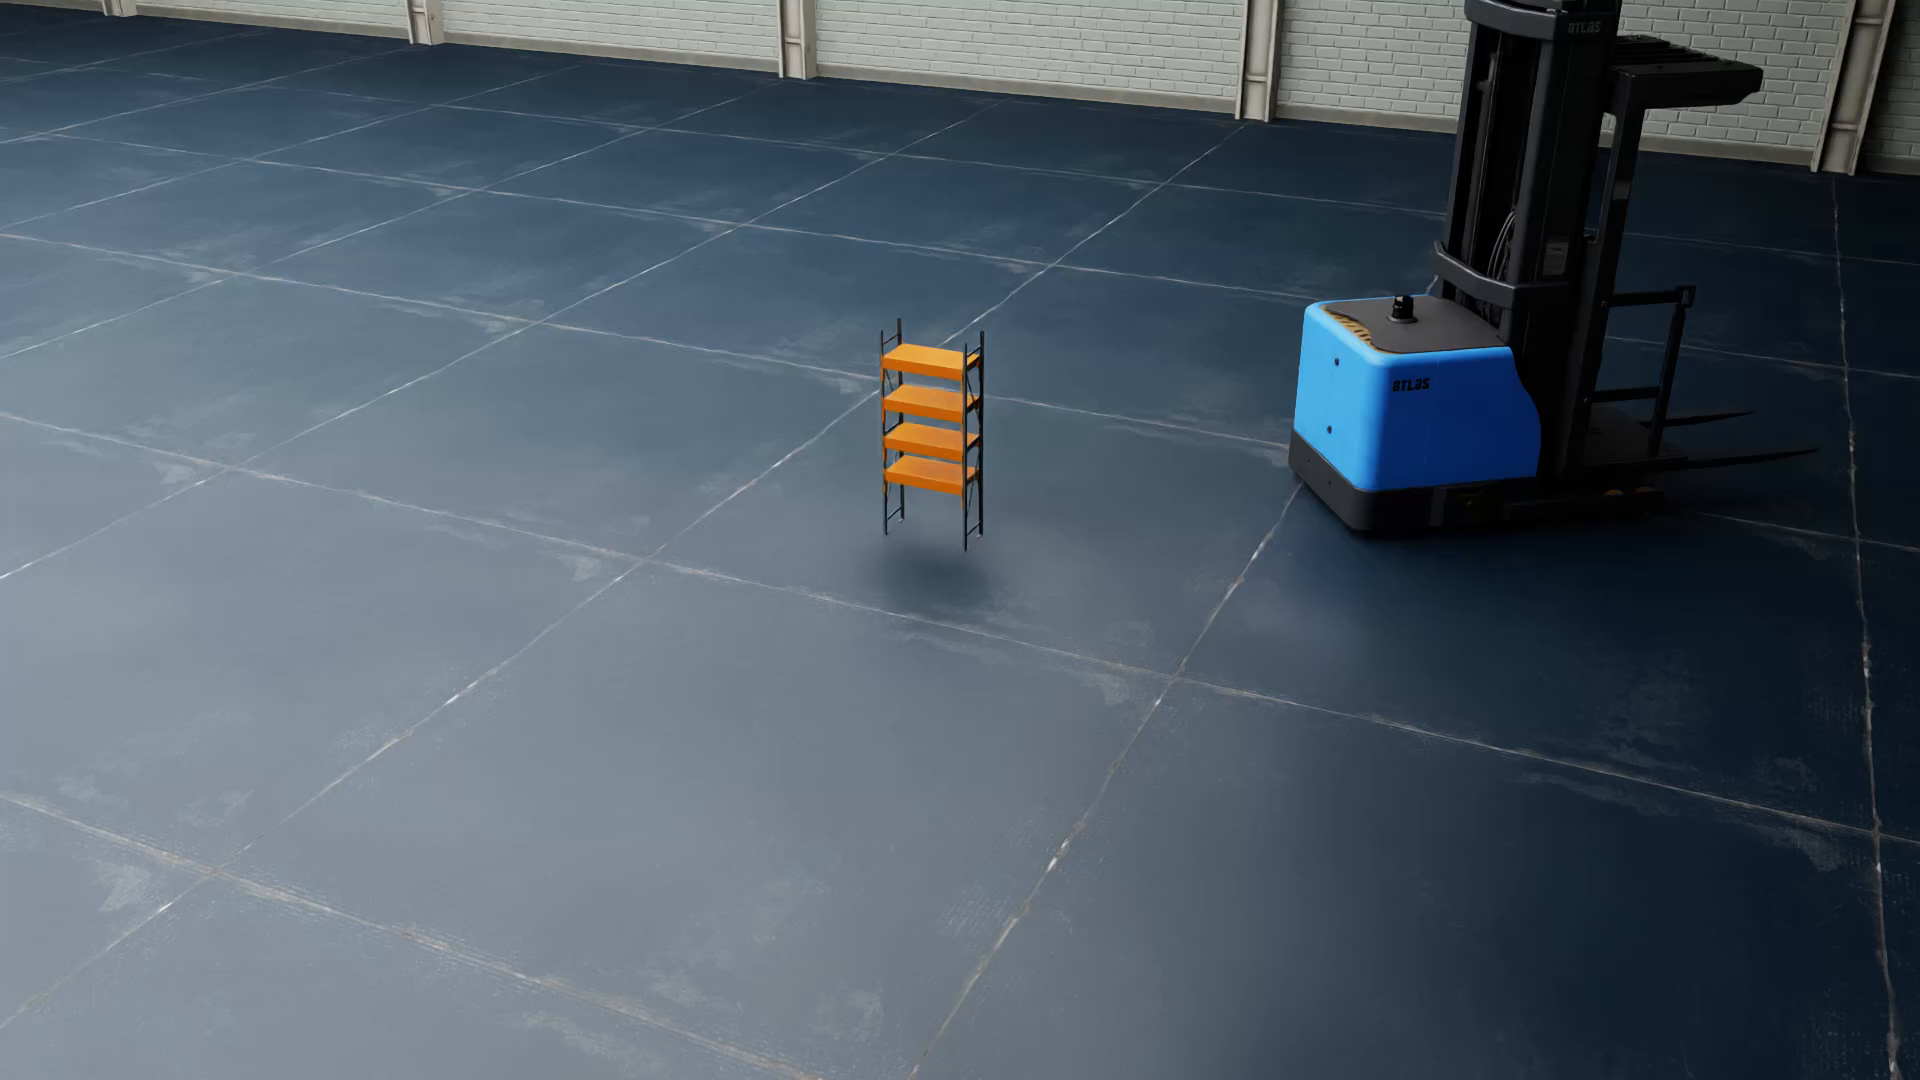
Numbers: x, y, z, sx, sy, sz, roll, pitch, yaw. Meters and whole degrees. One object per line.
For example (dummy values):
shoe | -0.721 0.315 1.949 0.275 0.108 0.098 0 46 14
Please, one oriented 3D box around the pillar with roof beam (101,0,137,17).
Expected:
pillar with roof beam | -14.778 -10.446 20.279 0.400 9.000 9.100 11 28 22

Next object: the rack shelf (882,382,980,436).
rack shelf | -0.151 -0.709 8.977 0.480 0.148 0.258 11 28 22

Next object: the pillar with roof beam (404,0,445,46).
pillar with roof beam | -9.316 -9.349 18.051 0.400 9.000 9.100 11 28 22

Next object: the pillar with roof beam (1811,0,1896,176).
pillar with roof beam | 7.069 -6.058 11.366 0.400 9.000 9.100 11 28 22

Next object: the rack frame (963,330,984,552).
rack frame | 0.071 -0.524 8.956 0.015 1.200 0.240 11 28 22

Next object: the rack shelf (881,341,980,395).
rack shelf | -0.151 -0.921 8.873 0.480 0.148 0.258 11 28 22

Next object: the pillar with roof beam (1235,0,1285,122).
pillar with roof beam | 1.607 -7.155 13.594 0.400 9.000 9.100 11 28 22

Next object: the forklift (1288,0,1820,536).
forklift | 3.547 -1.658 9.299 3.031 2.935 1.130 -6 27 -11

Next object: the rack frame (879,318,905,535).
rack frame | -0.373 -0.613 9.137 0.015 1.200 0.240 11 28 22

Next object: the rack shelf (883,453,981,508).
rack shelf | -0.151 -0.330 9.164 0.480 0.148 0.258 11 28 22

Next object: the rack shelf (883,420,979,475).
rack shelf | -0.151 -0.508 9.076 0.480 0.148 0.258 11 28 22

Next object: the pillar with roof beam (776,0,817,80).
pillar with roof beam | -3.855 -8.252 15.823 0.400 9.000 9.100 11 28 22

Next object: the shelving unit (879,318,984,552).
shelving unit | -0.151 -0.569 9.046 0.503 1.200 0.258 11 28 22
